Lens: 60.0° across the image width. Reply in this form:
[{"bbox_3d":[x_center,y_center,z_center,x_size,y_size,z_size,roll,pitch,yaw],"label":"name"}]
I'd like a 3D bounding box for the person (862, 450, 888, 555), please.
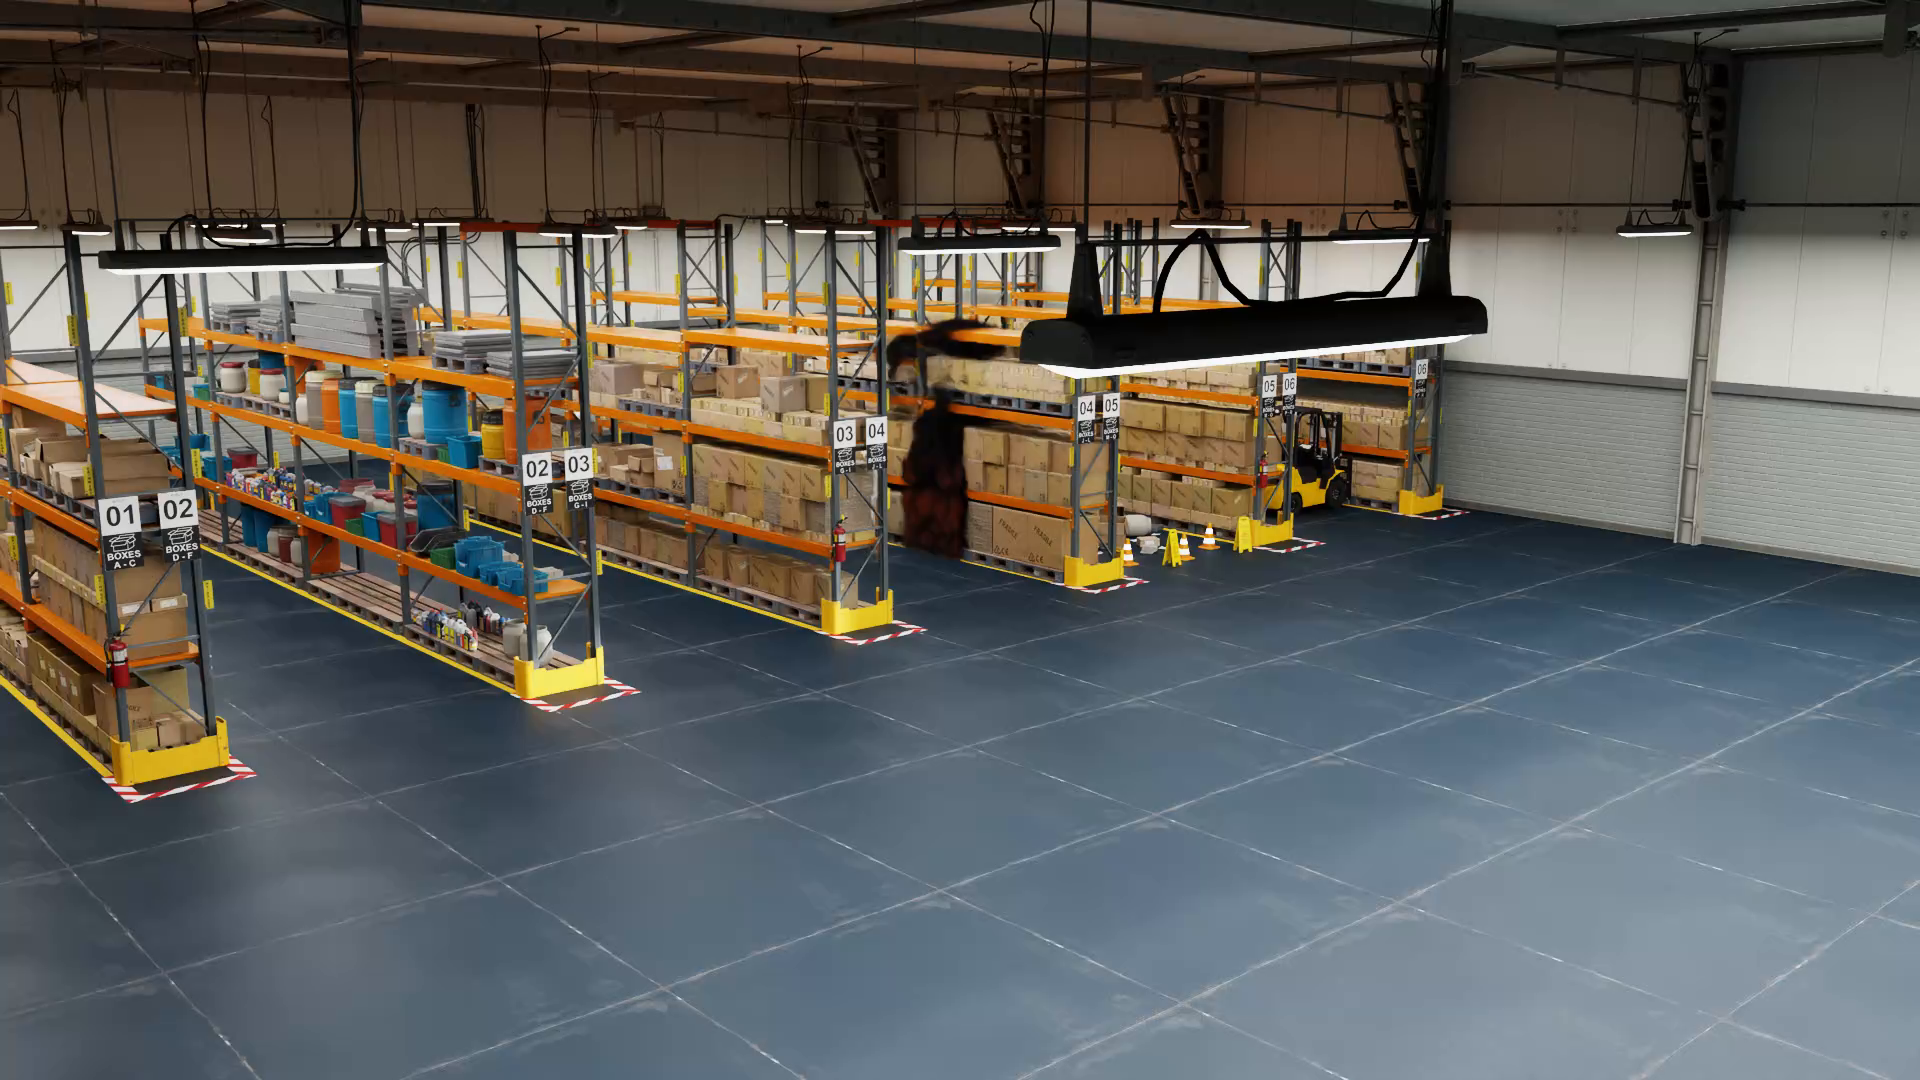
[{"bbox_3d":[-1.579,-0.677,29.121,0.806,1.836,0.657,9,15,38],"label":"person"}]

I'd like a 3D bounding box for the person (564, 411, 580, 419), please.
[{"bbox_3d":[-9.409,-2.596,40.243,0.666,1.779,0.860,9,15,39],"label":"person"}]

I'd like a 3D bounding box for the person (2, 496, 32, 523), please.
[{"bbox_3d":[-17.726,-0.716,31.174,0.667,1.708,0.619,7,14,33],"label":"person"}]
